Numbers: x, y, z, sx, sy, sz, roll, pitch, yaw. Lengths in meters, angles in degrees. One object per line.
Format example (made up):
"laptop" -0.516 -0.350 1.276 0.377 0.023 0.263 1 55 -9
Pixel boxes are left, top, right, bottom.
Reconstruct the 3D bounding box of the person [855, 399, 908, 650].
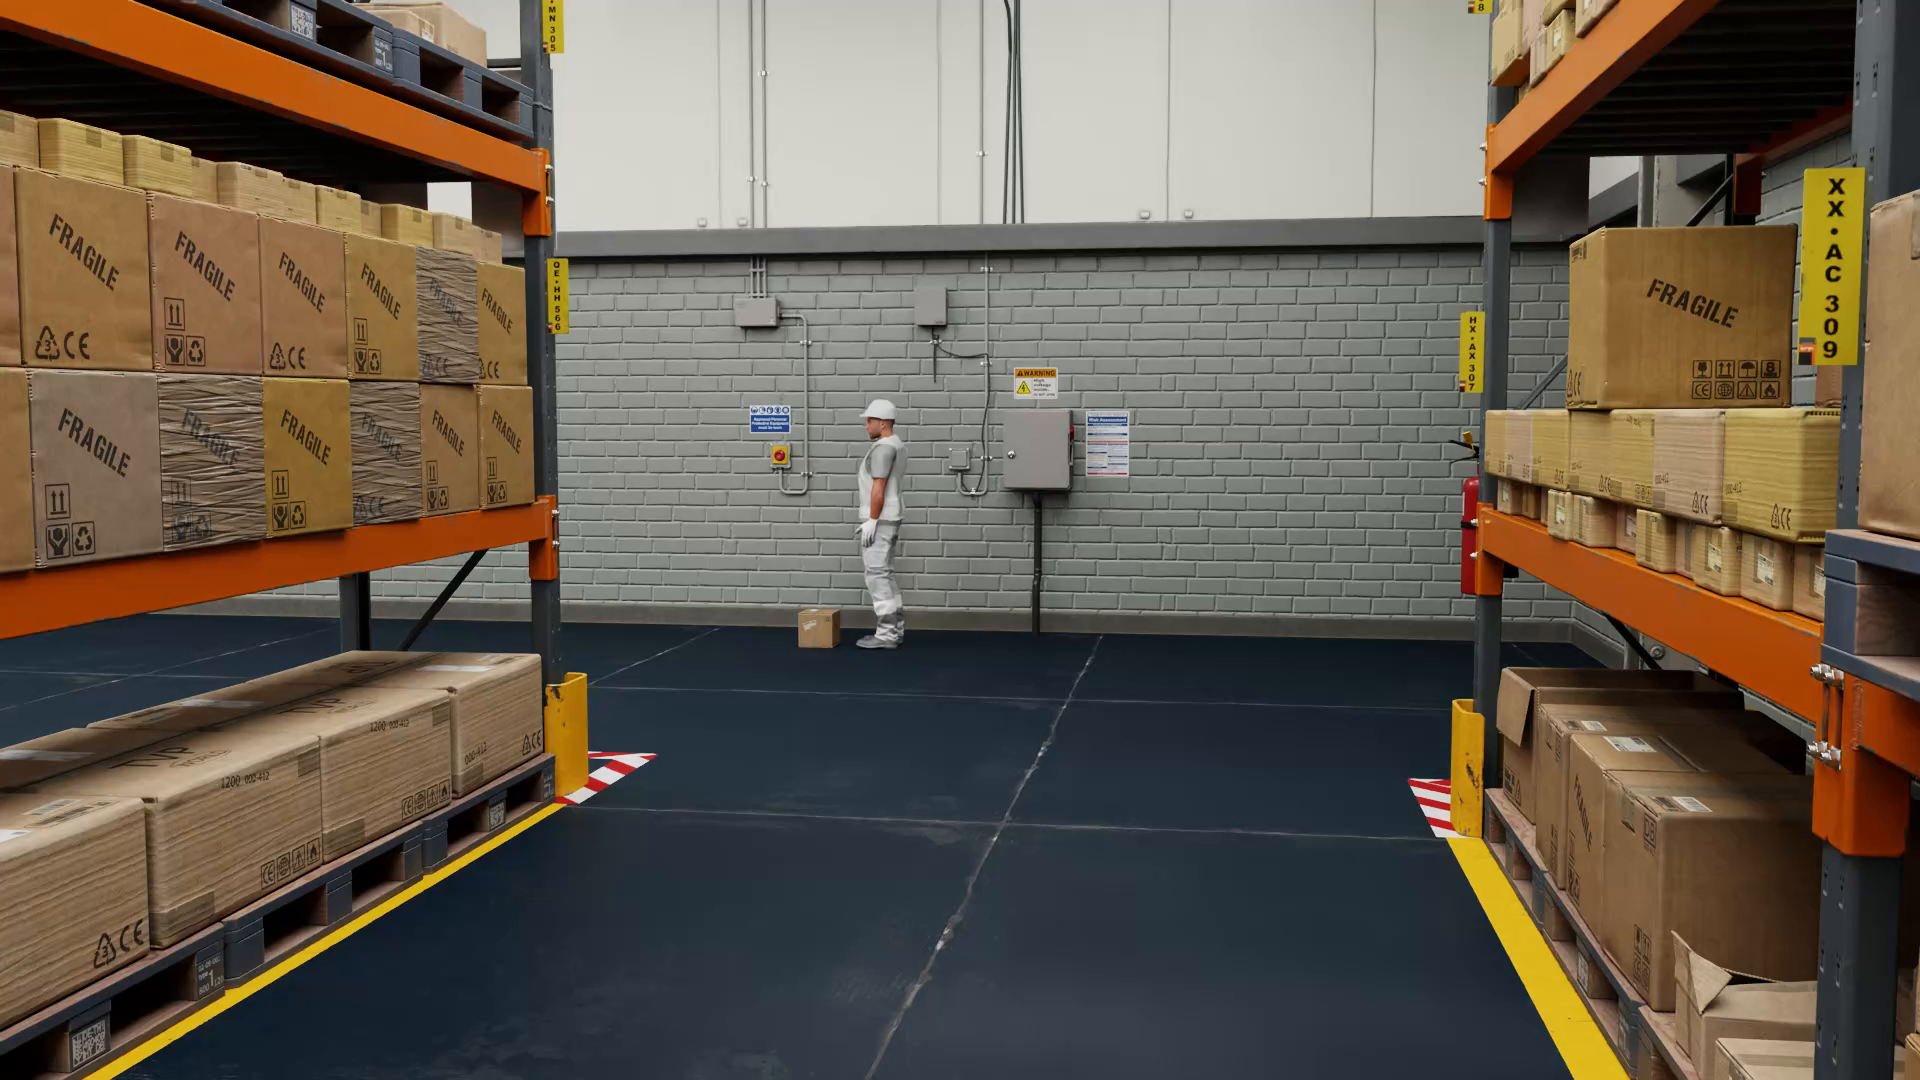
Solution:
"person" -0.566 -0.116 11.949 0.346 1.783 0.526 1 4 10
